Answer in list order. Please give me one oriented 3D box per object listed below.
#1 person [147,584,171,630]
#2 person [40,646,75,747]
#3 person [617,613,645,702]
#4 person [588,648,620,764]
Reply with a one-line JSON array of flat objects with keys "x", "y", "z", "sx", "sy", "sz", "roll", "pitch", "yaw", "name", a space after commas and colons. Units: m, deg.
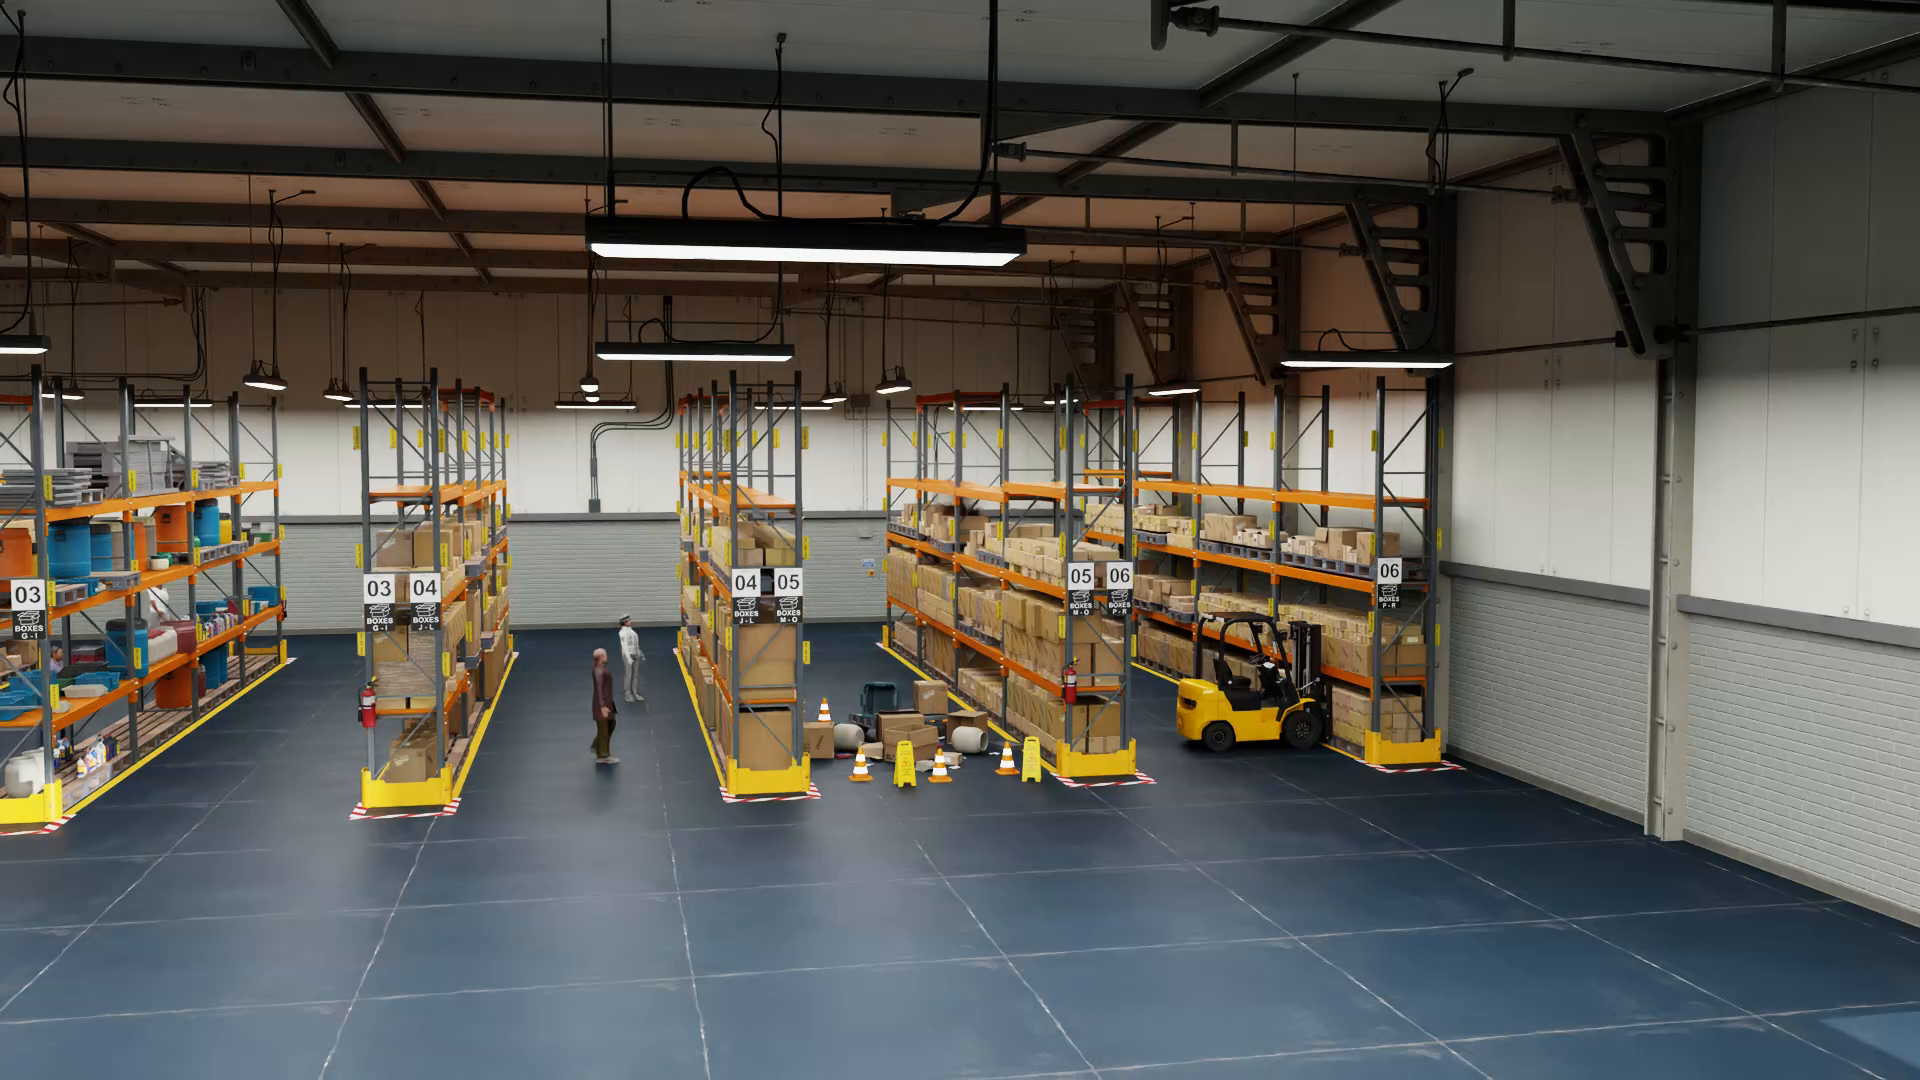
[{"x": -19.576, "y": 1.730, "z": 40.606, "sx": 0.969, "sy": 1.724, "sz": 0.598, "roll": 0, "pitch": 3, "yaw": 3, "name": "person"}, {"x": -14.787, "y": 2.561, "z": 27.188, "sx": 0.412, "sy": 1.664, "sz": 0.529, "roll": 1, "pitch": 4, "yaw": 17, "name": "person"}, {"x": -6.366, "y": 2.274, "z": 32.227, "sx": 0.486, "sy": 1.724, "sz": 0.527, "roll": 1, "pitch": 4, "yaw": 23, "name": "person"}, {"x": -5.563, "y": 2.584, "z": 25.931, "sx": 0.554, "sy": 1.803, "sz": 0.657, "roll": 0, "pitch": 3, "yaw": -2, "name": "person"}]
